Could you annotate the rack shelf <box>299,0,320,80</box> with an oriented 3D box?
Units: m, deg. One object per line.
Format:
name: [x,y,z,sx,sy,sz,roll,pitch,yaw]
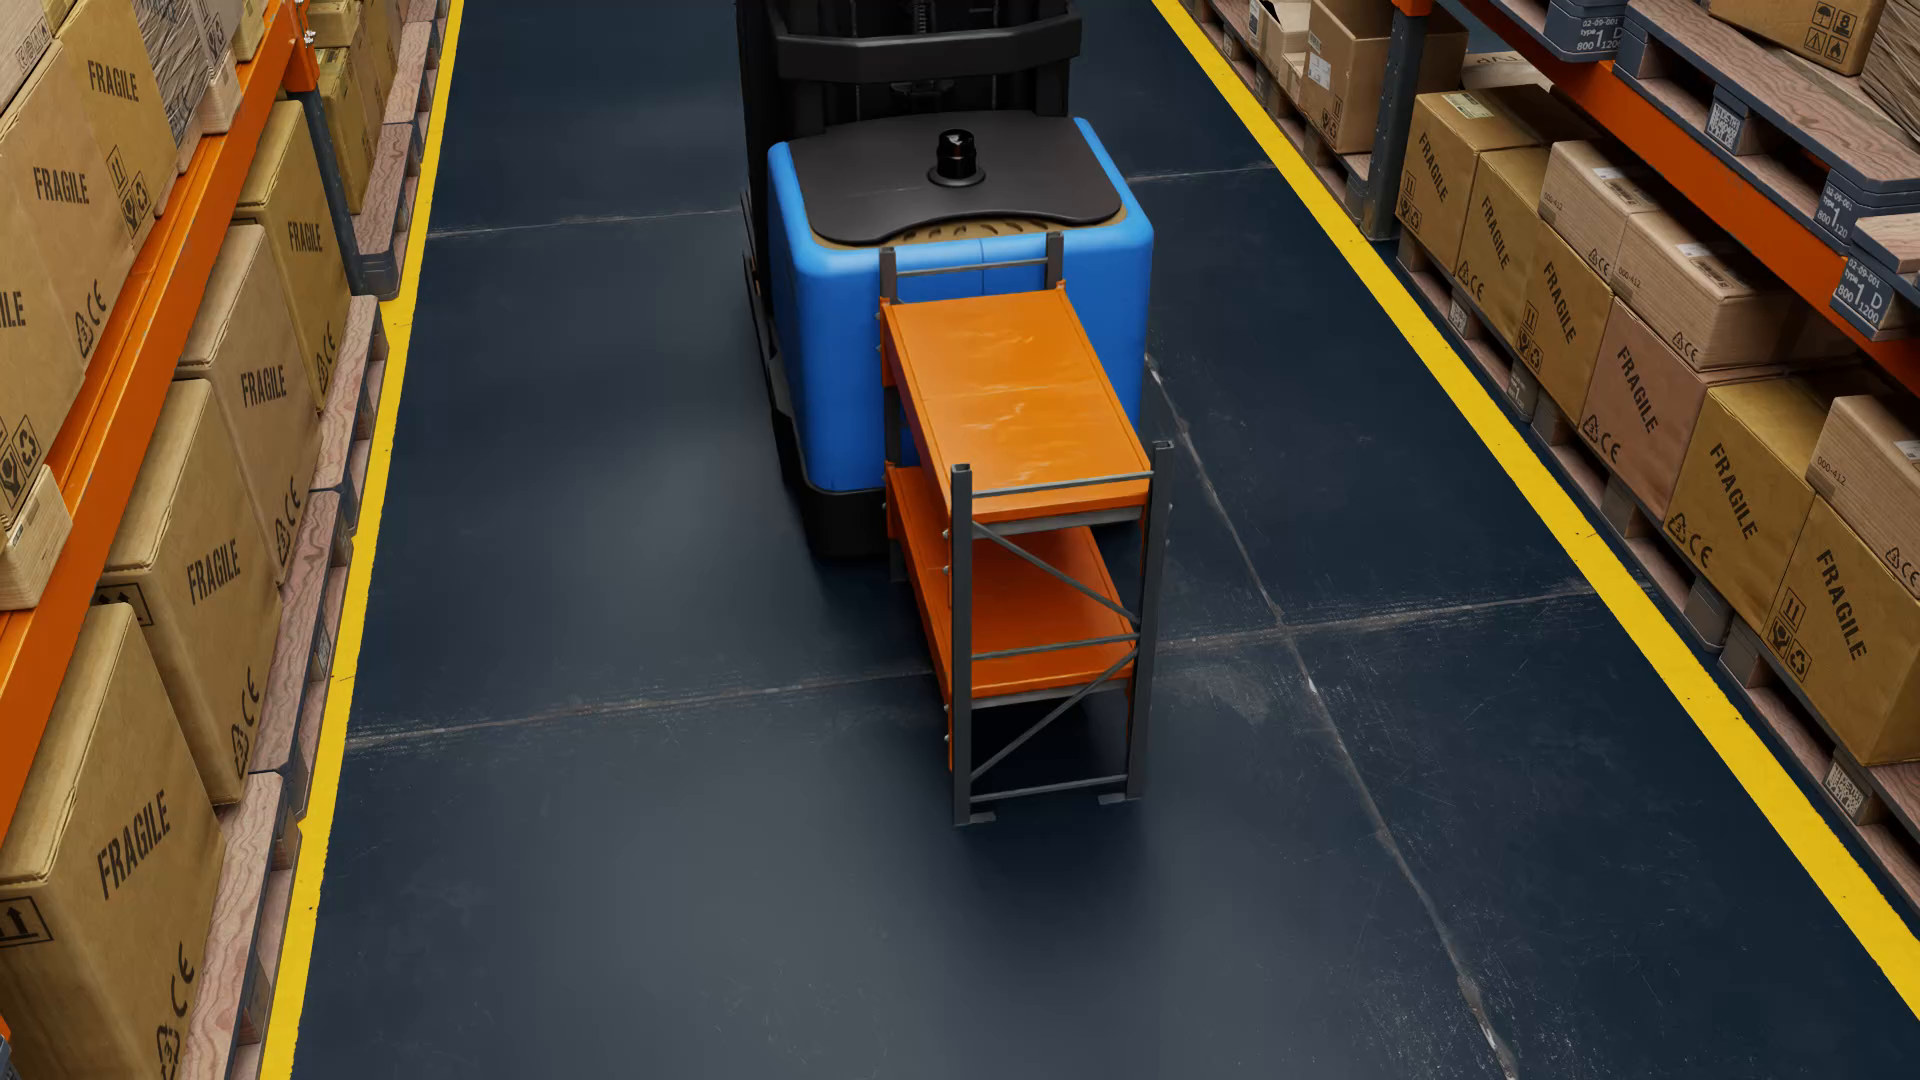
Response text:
rack shelf: [-3.068,-2.878,7.096,1.077,0.370,4.000,-6,38,-8]

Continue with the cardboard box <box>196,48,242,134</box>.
cardboard box: [-2.207,-1.224,4.570,0.380,0.149,0.250,-6,38,-8]

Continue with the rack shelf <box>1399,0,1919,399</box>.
rack shelf: [2.509,-0.997,4.675,1.077,0.370,4.000,-6,38,-8]

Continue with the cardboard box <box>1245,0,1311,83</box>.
cardboard box: [1.648,-2.368,7.686,0.500,0.311,0.500,-6,38,-8]

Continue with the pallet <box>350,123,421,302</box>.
pallet: [-2.774,-1.320,6.778,1.003,0.211,1.213,-6,38,-8]

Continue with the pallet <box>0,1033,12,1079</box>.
pallet: [-1.786,0.957,1.730,1.213,0.211,1.003,-6,38,-8]

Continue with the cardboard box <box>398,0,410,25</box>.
cardboard box: [-3.110,-2.834,8.149,0.700,0.500,0.500,-6,38,-8]

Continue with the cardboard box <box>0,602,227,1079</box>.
cardboard box: [-2.016,0.687,3.331,0.750,0.750,0.750,-7,38,-9]

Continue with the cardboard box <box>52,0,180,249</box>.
cardboard box: [-2.117,-0.955,3.693,0.500,0.500,0.500,-5,38,-7]

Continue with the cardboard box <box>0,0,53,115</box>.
cardboard box: [-2.028,-0.927,3.047,0.500,0.250,0.500,-6,38,-8]

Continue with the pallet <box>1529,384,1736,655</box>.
pallet: [2.556,-0.162,5.287,1.003,0.211,1.213,-6,38,-8]

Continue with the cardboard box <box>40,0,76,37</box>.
cardboard box: [-2.124,-1.235,3.443,0.500,0.250,0.500,-7,38,-9]

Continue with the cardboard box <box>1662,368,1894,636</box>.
cardboard box: [2.375,-0.112,4.628,0.500,0.500,0.500,-8,38,-10]

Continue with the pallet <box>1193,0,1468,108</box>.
pallet: [1.822,-2.541,8.349,1.003,0.211,1.213,-6,38,-8]

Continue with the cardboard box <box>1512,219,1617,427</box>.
cardboard box: [2.188,-0.734,5.428,0.500,0.500,0.500,-6,38,-7]

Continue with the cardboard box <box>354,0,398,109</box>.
cardboard box: [-2.920,-2.209,7.344,0.700,0.500,0.500,-5,38,-7]

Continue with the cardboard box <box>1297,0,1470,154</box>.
cardboard box: [1.780,-1.989,7.044,0.500,0.500,0.500,-6,38,-8]

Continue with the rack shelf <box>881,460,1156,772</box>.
rack shelf: [0.130,0.147,4.543,0.538,0.278,1.000,-7,38,-9]

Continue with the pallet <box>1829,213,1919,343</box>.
pallet: [2.672,-0.399,3.475,1.213,0.211,1.003,-6,38,-8]

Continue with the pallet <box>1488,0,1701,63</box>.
pallet: [2.191,-1.919,5.431,1.003,0.211,1.213,-6,38,-8]

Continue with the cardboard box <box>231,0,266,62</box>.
cardboard box: [-2.312,-1.539,4.974,0.380,0.149,0.250,-6,38,-7]

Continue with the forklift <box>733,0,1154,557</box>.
forklift: [-0.225,-2.009,5.447,1.130,2.935,3.031,-7,38,-9]

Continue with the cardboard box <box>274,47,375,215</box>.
cardboard box: [-2.748,-1.595,6.554,0.700,0.500,0.500,-6,38,-7]

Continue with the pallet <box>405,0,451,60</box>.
pallet: [-3.202,-2.794,8.675,1.003,0.211,1.213,-6,38,-8]

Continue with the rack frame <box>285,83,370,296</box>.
rack frame: [-2.717,-1.954,5.320,1.000,3.000,0.127,-6,38,-8]

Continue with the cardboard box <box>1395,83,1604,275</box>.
cardboard box: [2.004,-1.357,6.231,0.500,0.500,0.500,-8,39,-10]

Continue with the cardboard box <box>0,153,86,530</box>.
cardboard box: [-1.932,-0.341,2.904,0.500,0.500,0.500,-5,38,-6]

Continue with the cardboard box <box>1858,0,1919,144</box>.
cardboard box: [2.666,-1.219,3.951,0.700,0.500,0.500,0,38,1]

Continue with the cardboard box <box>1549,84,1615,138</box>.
cardboard box: [2.527,-1.408,6.297,0.500,0.500,0.500,-6,38,-8]

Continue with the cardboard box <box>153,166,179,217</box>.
cardboard box: [-2.200,-0.917,4.174,0.380,0.149,0.250,-7,38,-9]

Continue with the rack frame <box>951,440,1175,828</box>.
rack frame: [0.228,0.260,3.999,0.500,1.125,0.032,-7,38,-9]

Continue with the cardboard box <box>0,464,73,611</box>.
cardboard box: [-1.845,0.007,2.985,0.380,0.149,0.250,-5,38,-7]

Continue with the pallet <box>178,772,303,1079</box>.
pallet: [-2.080,1.079,3.689,1.003,0.211,1.213,-6,38,-8]

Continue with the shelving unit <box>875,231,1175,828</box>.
shelving unit: [0.130,-0.046,4.393,0.538,1.125,1.048,-7,38,-9]

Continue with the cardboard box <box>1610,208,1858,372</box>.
cardboard box: [2.268,-0.746,4.833,0.500,0.250,0.500,-7,38,-9]

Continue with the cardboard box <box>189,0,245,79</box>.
cardboard box: [-2.289,-1.560,4.473,0.500,0.500,0.500,-6,38,-8]

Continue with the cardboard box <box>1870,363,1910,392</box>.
cardboard box: [2.881,-0.184,4.721,0.500,0.500,0.500,-7,38,-9]

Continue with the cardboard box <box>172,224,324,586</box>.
cardboard box: [-2.317,-0.356,4.673,0.750,0.750,0.750,-5,38,-7]
